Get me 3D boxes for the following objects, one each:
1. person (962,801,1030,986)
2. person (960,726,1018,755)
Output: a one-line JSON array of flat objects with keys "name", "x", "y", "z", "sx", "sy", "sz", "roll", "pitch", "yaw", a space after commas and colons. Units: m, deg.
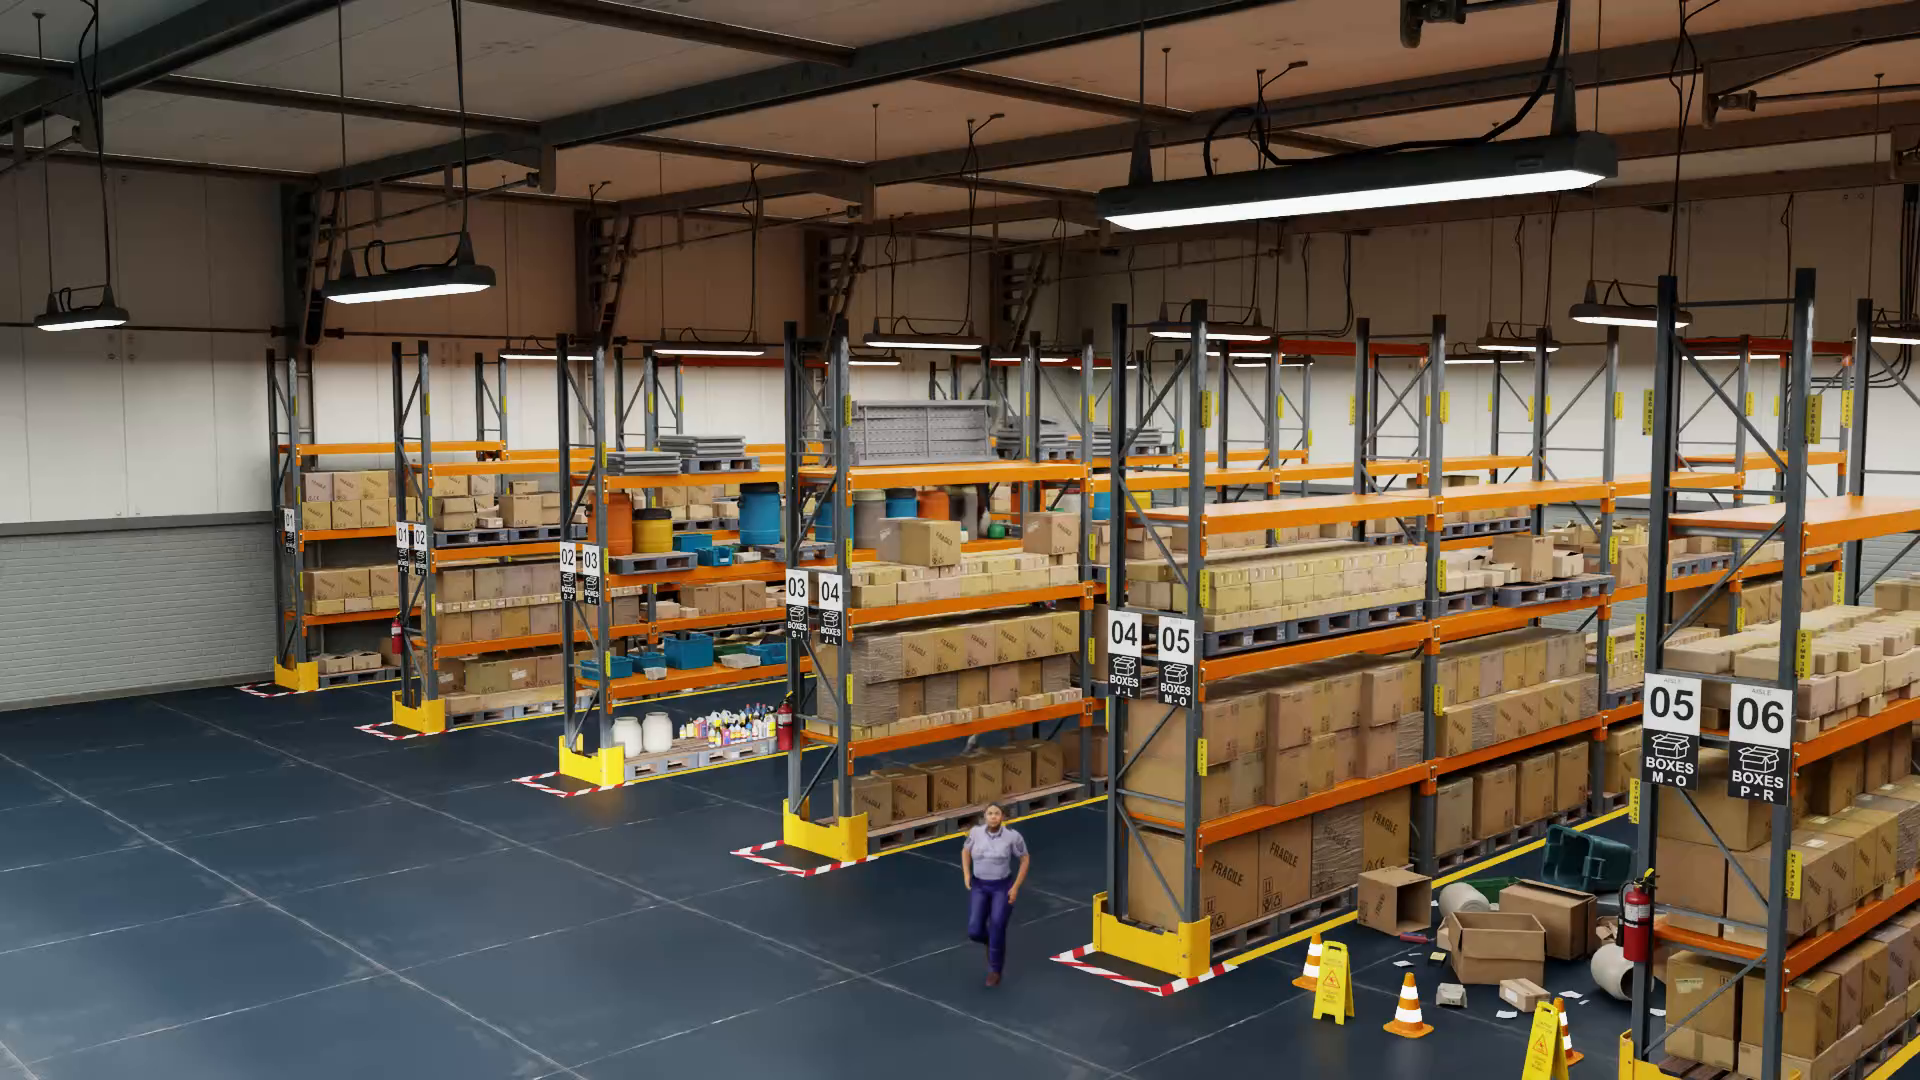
[{"name": "person", "x": 0.293, "y": 3.105, "z": 14.721, "sx": 0.638, "sy": 1.617, "sz": 0.522, "roll": 2, "pitch": 5, "yaw": 19}, {"name": "person", "x": 0.393, "y": 2.036, "z": 22.697, "sx": 0.661, "sy": 1.813, "sz": 0.938, "roll": 5, "pitch": 7, "yaw": 44}]
